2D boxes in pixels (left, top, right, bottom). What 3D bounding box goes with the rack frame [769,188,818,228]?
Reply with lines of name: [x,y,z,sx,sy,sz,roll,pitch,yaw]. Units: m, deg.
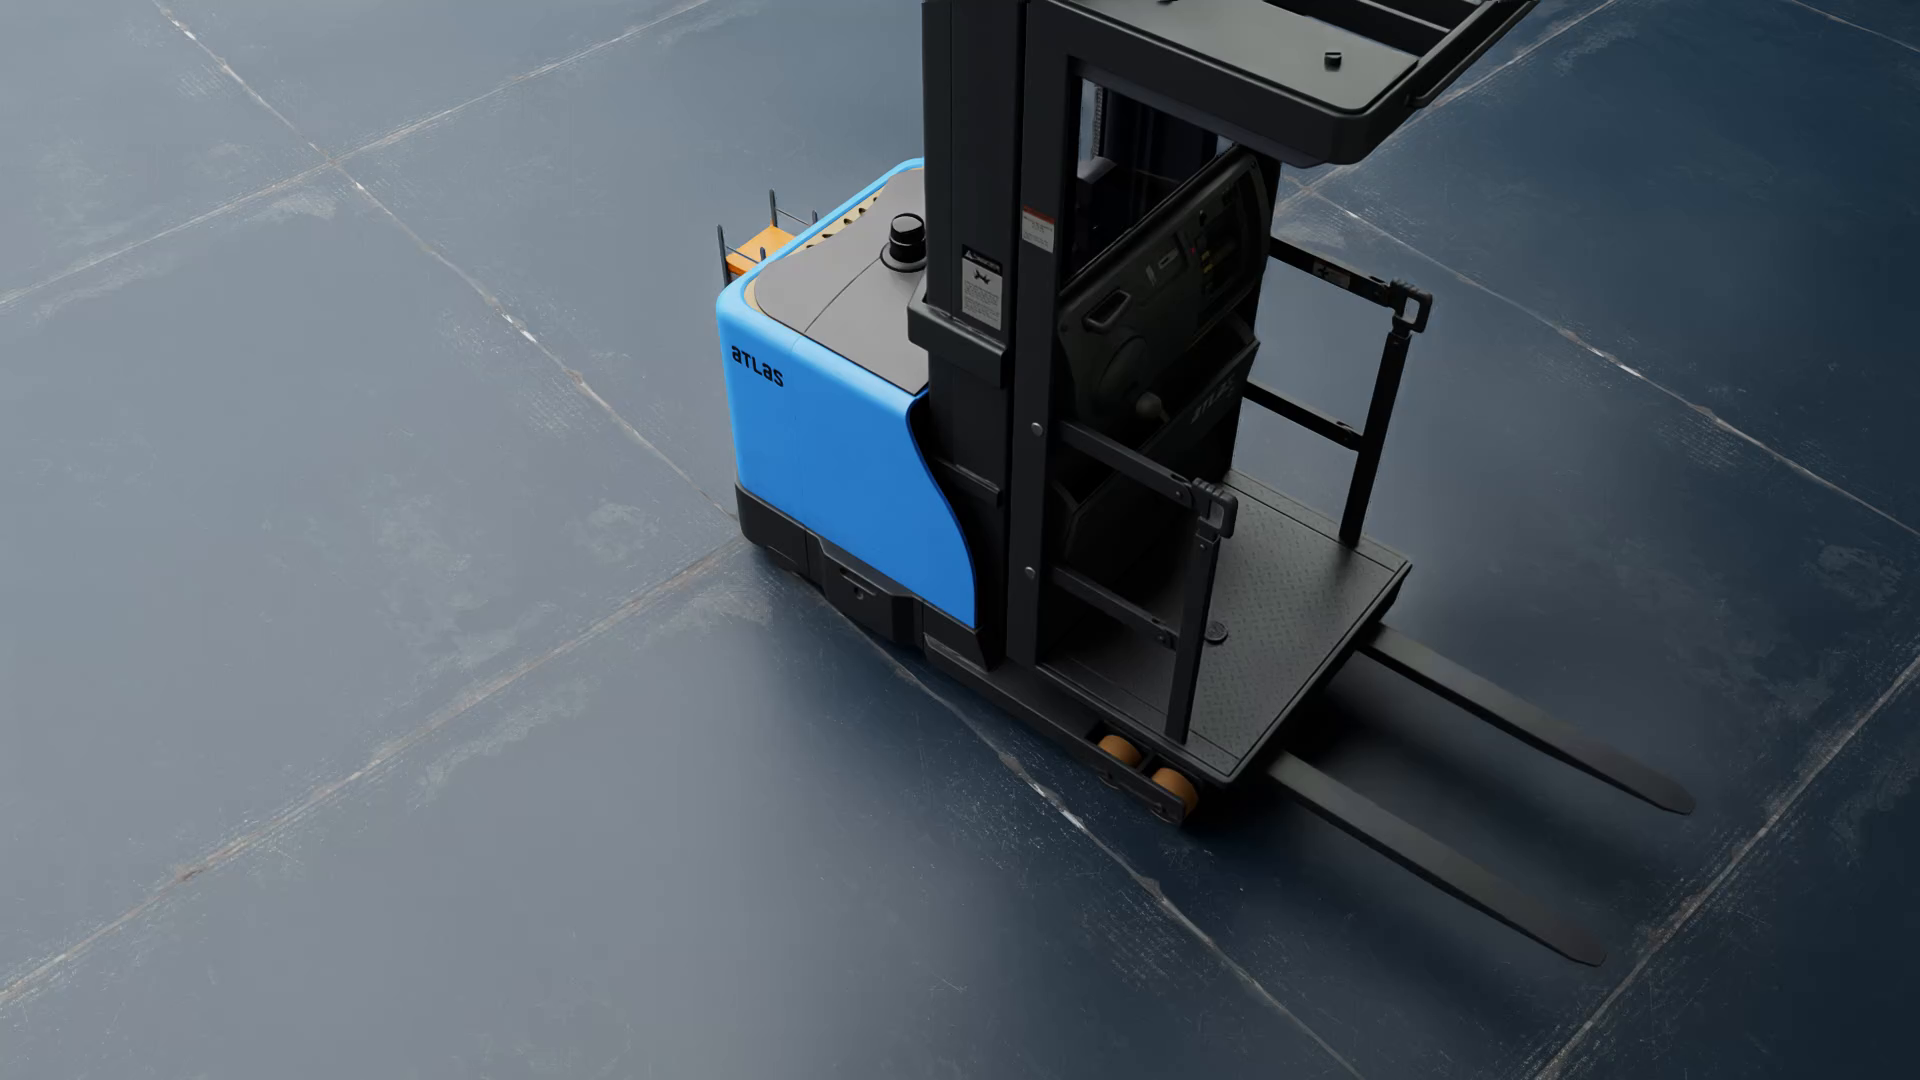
rack frame: [-0.536,-0.734,5.713,0.200,1.050,0.008,30,54,25]

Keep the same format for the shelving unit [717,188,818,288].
shelving unit: [-0.611,-0.663,5.647,0.215,1.050,0.252,30,54,25]

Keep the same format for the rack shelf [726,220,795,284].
rack shelf: [-0.611,-0.848,5.447,0.215,0.259,0.240,30,54,25]

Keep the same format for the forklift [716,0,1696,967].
forklift: [0.716,-0.597,4.306,3.031,2.935,1.130,30,54,25]

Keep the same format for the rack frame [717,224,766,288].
rack frame: [-0.685,-0.592,5.582,0.200,1.050,0.008,30,54,25]
